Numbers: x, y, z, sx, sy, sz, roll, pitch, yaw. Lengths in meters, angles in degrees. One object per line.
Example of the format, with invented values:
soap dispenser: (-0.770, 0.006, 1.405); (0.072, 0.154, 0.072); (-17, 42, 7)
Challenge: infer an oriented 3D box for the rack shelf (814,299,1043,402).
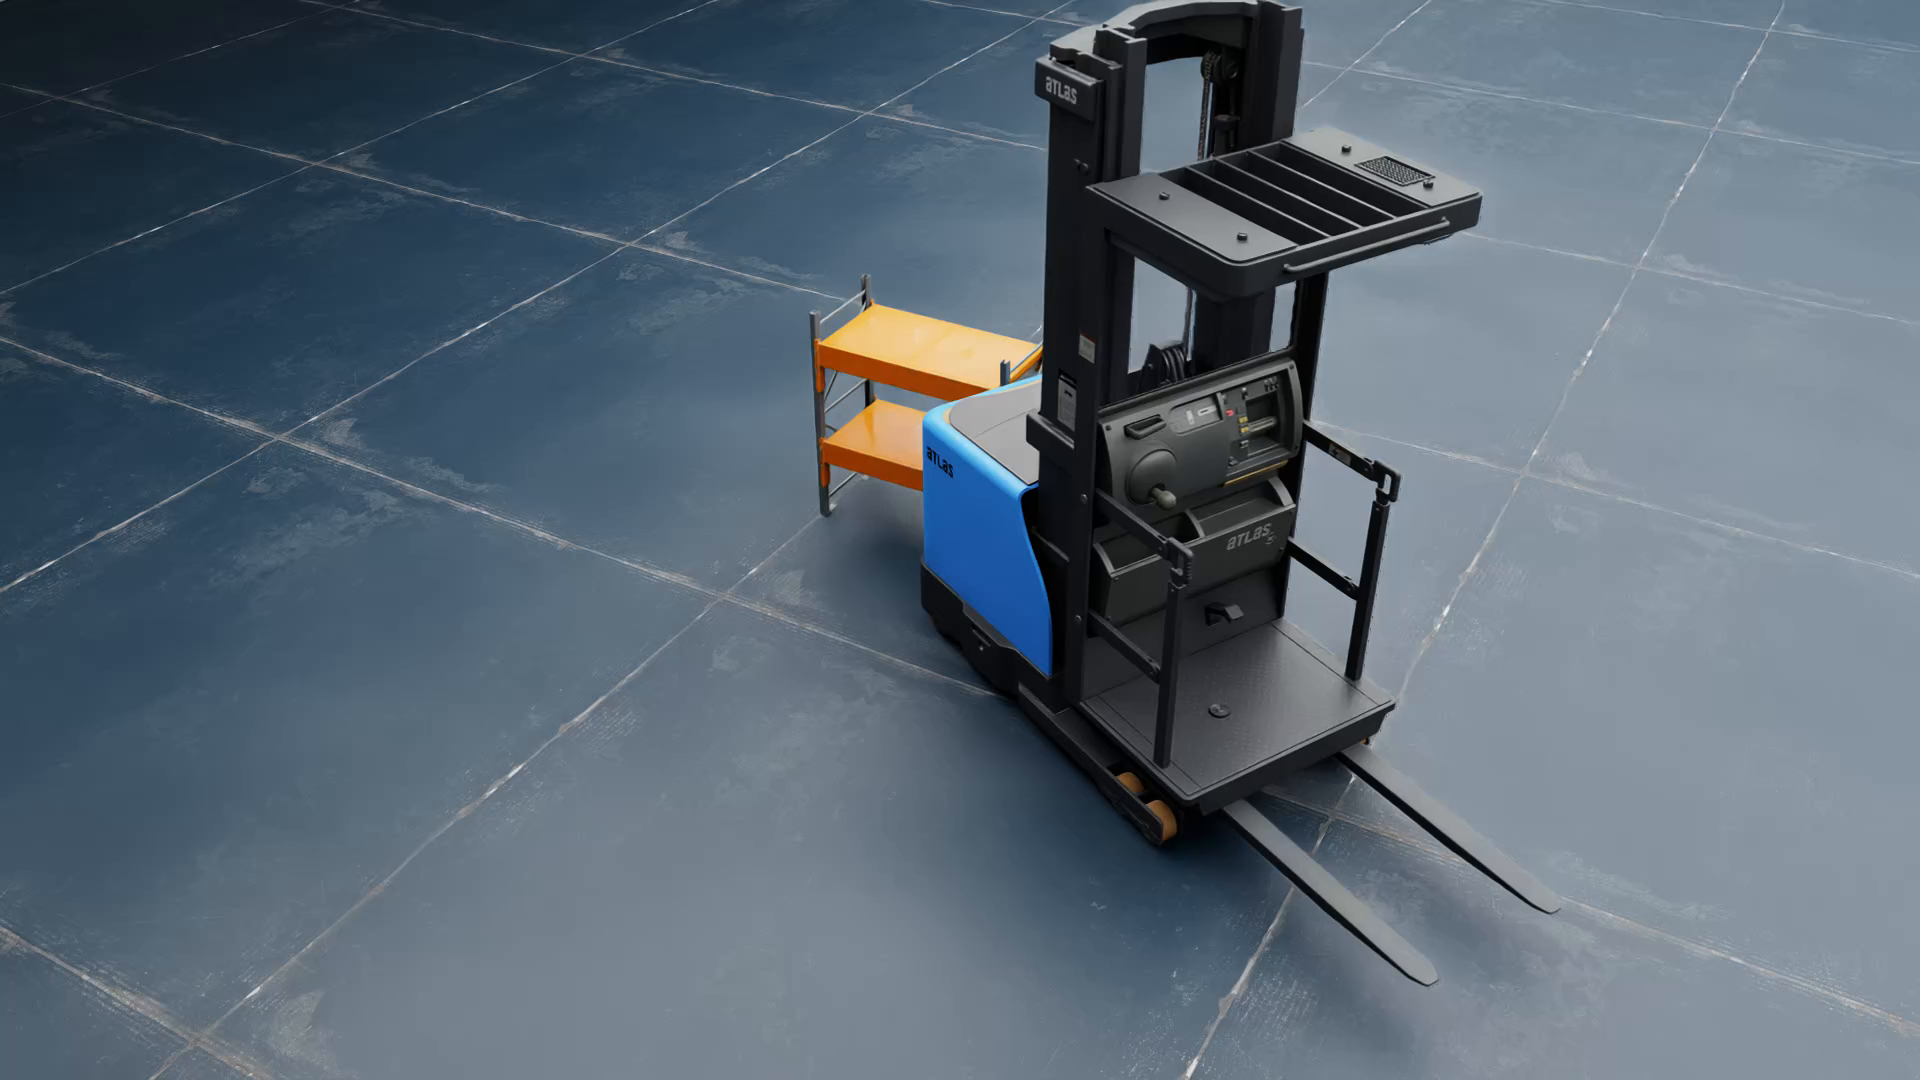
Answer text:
rack shelf: (-0.131, -0.823, 7.942); (1.000, 0.278, 0.538); (17, 37, 24)

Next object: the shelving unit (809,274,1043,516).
shelving unit: (-0.131, -0.579, 8.105); (1.048, 1.125, 0.538); (17, 37, 24)

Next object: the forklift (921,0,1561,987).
forklift: (1.038, -0.340, 6.116); (1.130, 2.935, 3.031); (-20, 38, -27)

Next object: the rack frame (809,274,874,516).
rack frame: (-0.575, -0.716, 8.311); (0.032, 1.125, 0.500); (17, 37, 24)

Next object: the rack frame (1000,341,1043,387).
rack frame: (0.313, -0.442, 7.898); (0.032, 1.125, 0.500); (17, 37, 24)

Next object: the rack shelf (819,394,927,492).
rack shelf: (-0.131, -0.375, 8.240); (1.000, 0.278, 0.538); (17, 37, 24)
